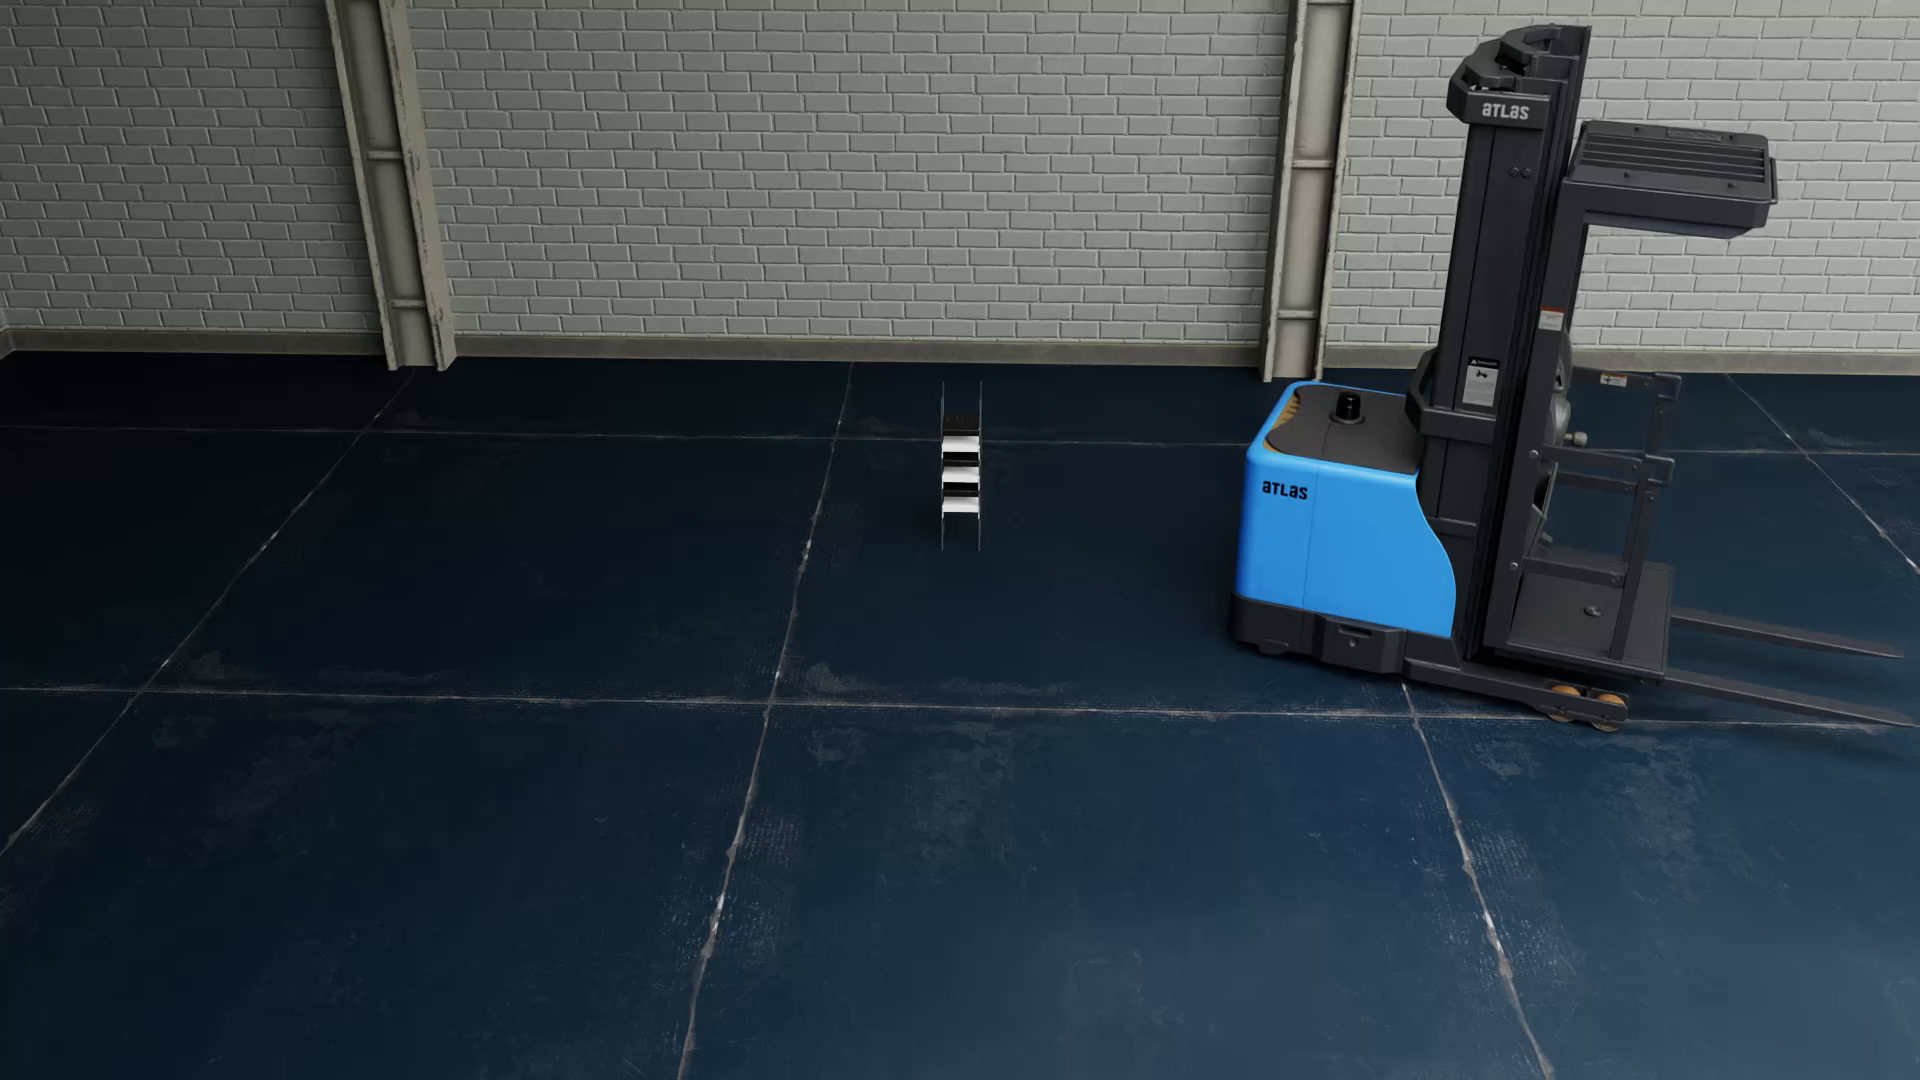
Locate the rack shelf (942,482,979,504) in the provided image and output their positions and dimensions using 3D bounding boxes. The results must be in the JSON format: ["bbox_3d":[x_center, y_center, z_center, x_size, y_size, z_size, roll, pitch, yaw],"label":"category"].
[{"bbox_3d":[0.008,-0.288,9.097,0.200,0.077,0.258,1,28,2],"label":"rack shelf"}]

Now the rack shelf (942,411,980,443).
[{"bbox_3d":[0.008,-0.607,8.928,0.200,0.077,0.258,1,28,2],"label":"rack shelf"}]

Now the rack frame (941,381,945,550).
[{"bbox_3d":[-0.094,-0.399,9.042,0.006,0.900,0.240,1,28,2],"label":"rack frame"}]

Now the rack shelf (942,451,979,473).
[{"bbox_3d":[0.008,-0.448,9.012,0.200,0.077,0.258,1,28,2],"label":"rack shelf"}]

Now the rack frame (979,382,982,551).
[{"bbox_3d":[0.110,-0.396,9.036,0.006,0.900,0.240,1,28,2],"label":"rack frame"}]

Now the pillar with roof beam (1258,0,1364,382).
[{"bbox_3d":[2.105,-3.102,5.493,0.400,9.000,9.100,1,28,2],"label":"pillar with roof beam"}]

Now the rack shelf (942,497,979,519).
[{"bbox_3d":[0.008,-0.209,9.139,0.200,0.077,0.258,1,28,2],"label":"rack shelf"}]

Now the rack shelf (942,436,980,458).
[{"bbox_3d":[0.008,-0.527,8.970,0.200,0.077,0.258,1,28,2],"label":"rack shelf"}]

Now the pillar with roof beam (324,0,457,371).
[{"bbox_3d":[-3.892,-3.201,5.680,0.400,9.000,9.100,1,28,2],"label":"pillar with roof beam"}]

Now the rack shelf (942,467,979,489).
[{"bbox_3d":[0.008,-0.368,9.055,0.200,0.077,0.258,1,28,2],"label":"rack shelf"}]

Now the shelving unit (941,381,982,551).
[{"bbox_3d":[0.008,-0.397,9.039,0.210,0.900,0.258,1,28,2],"label":"shelving unit"}]

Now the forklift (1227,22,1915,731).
[{"bbox_3d":[2.893,-0.705,7.450,3.031,2.935,1.130,11,30,20],"label":"forklift"}]
